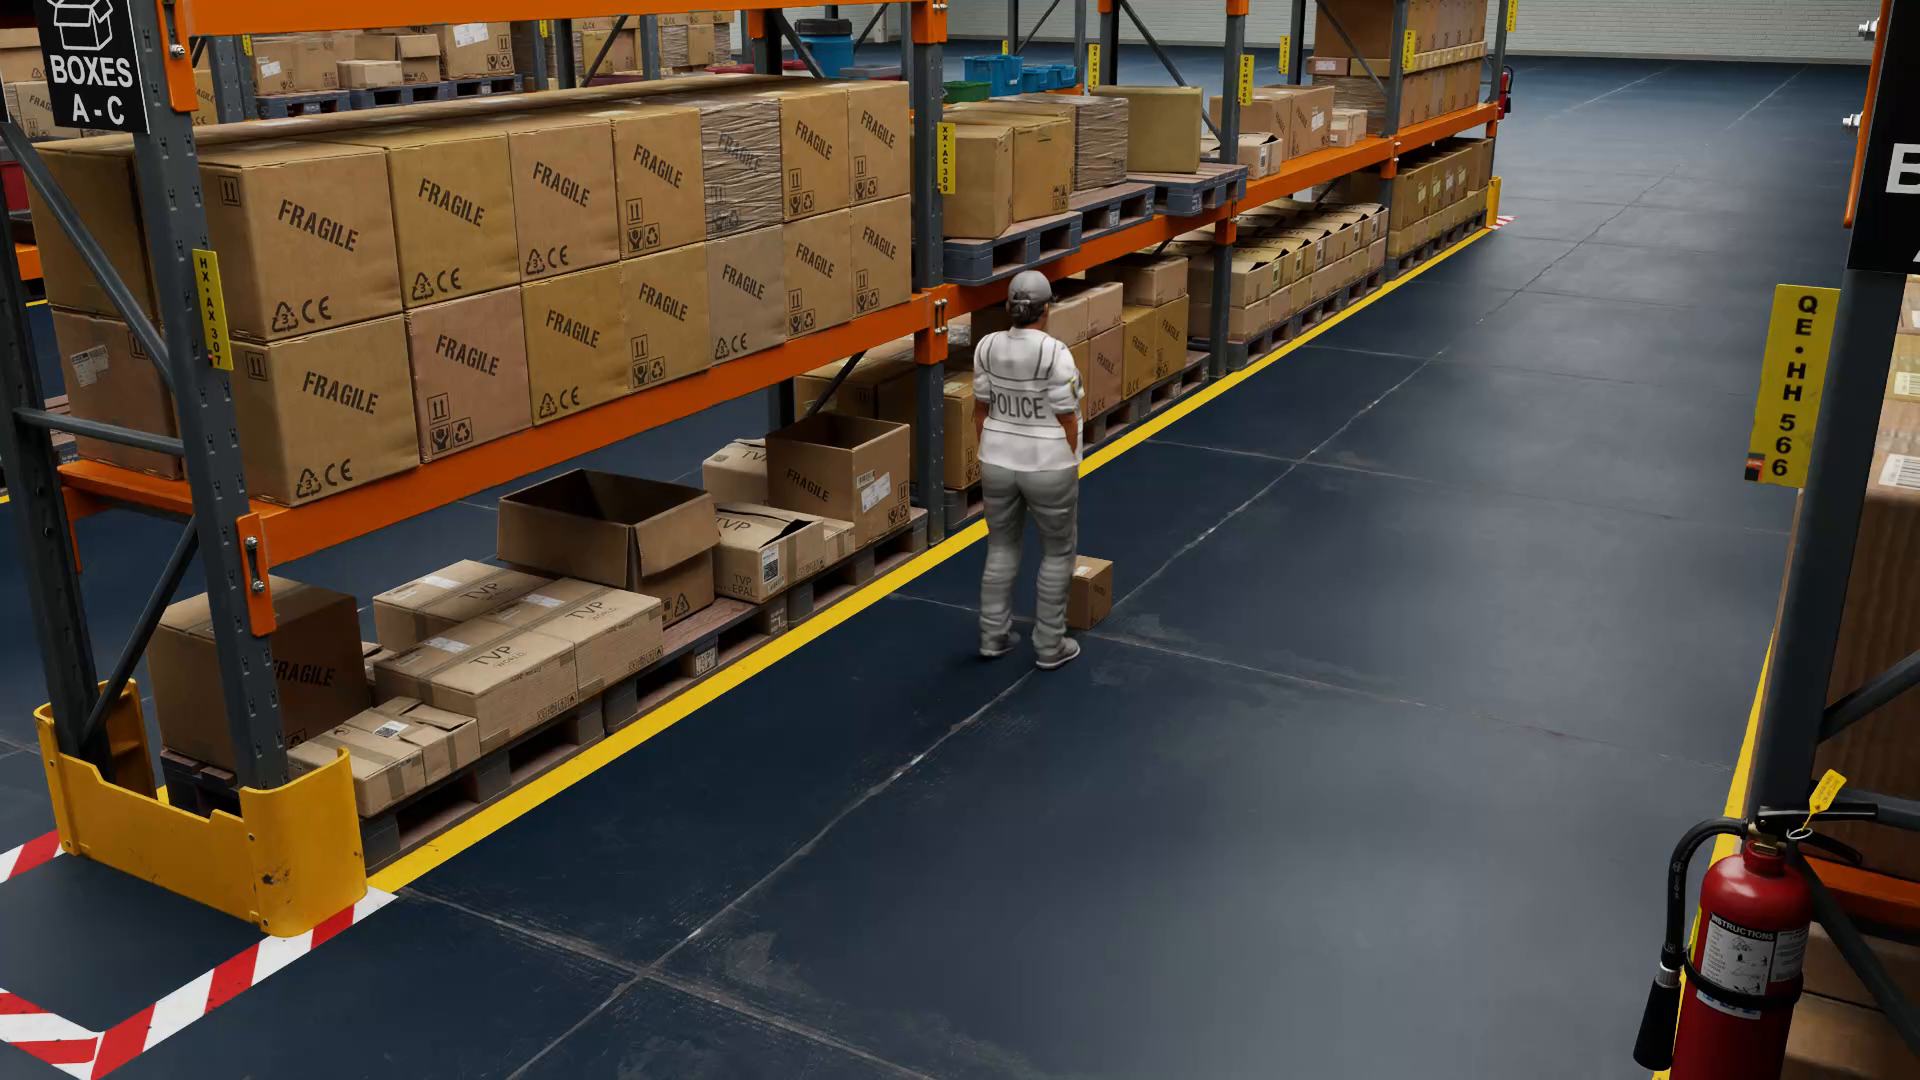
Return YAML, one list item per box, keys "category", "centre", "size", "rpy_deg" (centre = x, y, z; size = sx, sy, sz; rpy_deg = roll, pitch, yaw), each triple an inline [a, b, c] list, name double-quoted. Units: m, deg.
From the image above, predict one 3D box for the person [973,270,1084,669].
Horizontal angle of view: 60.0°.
- category: "person"
  centre: [0.283, -0.286, 6.909]
  size: [0.469, 1.674, 0.388]
  rpy_deg: [11, 22, 28]
